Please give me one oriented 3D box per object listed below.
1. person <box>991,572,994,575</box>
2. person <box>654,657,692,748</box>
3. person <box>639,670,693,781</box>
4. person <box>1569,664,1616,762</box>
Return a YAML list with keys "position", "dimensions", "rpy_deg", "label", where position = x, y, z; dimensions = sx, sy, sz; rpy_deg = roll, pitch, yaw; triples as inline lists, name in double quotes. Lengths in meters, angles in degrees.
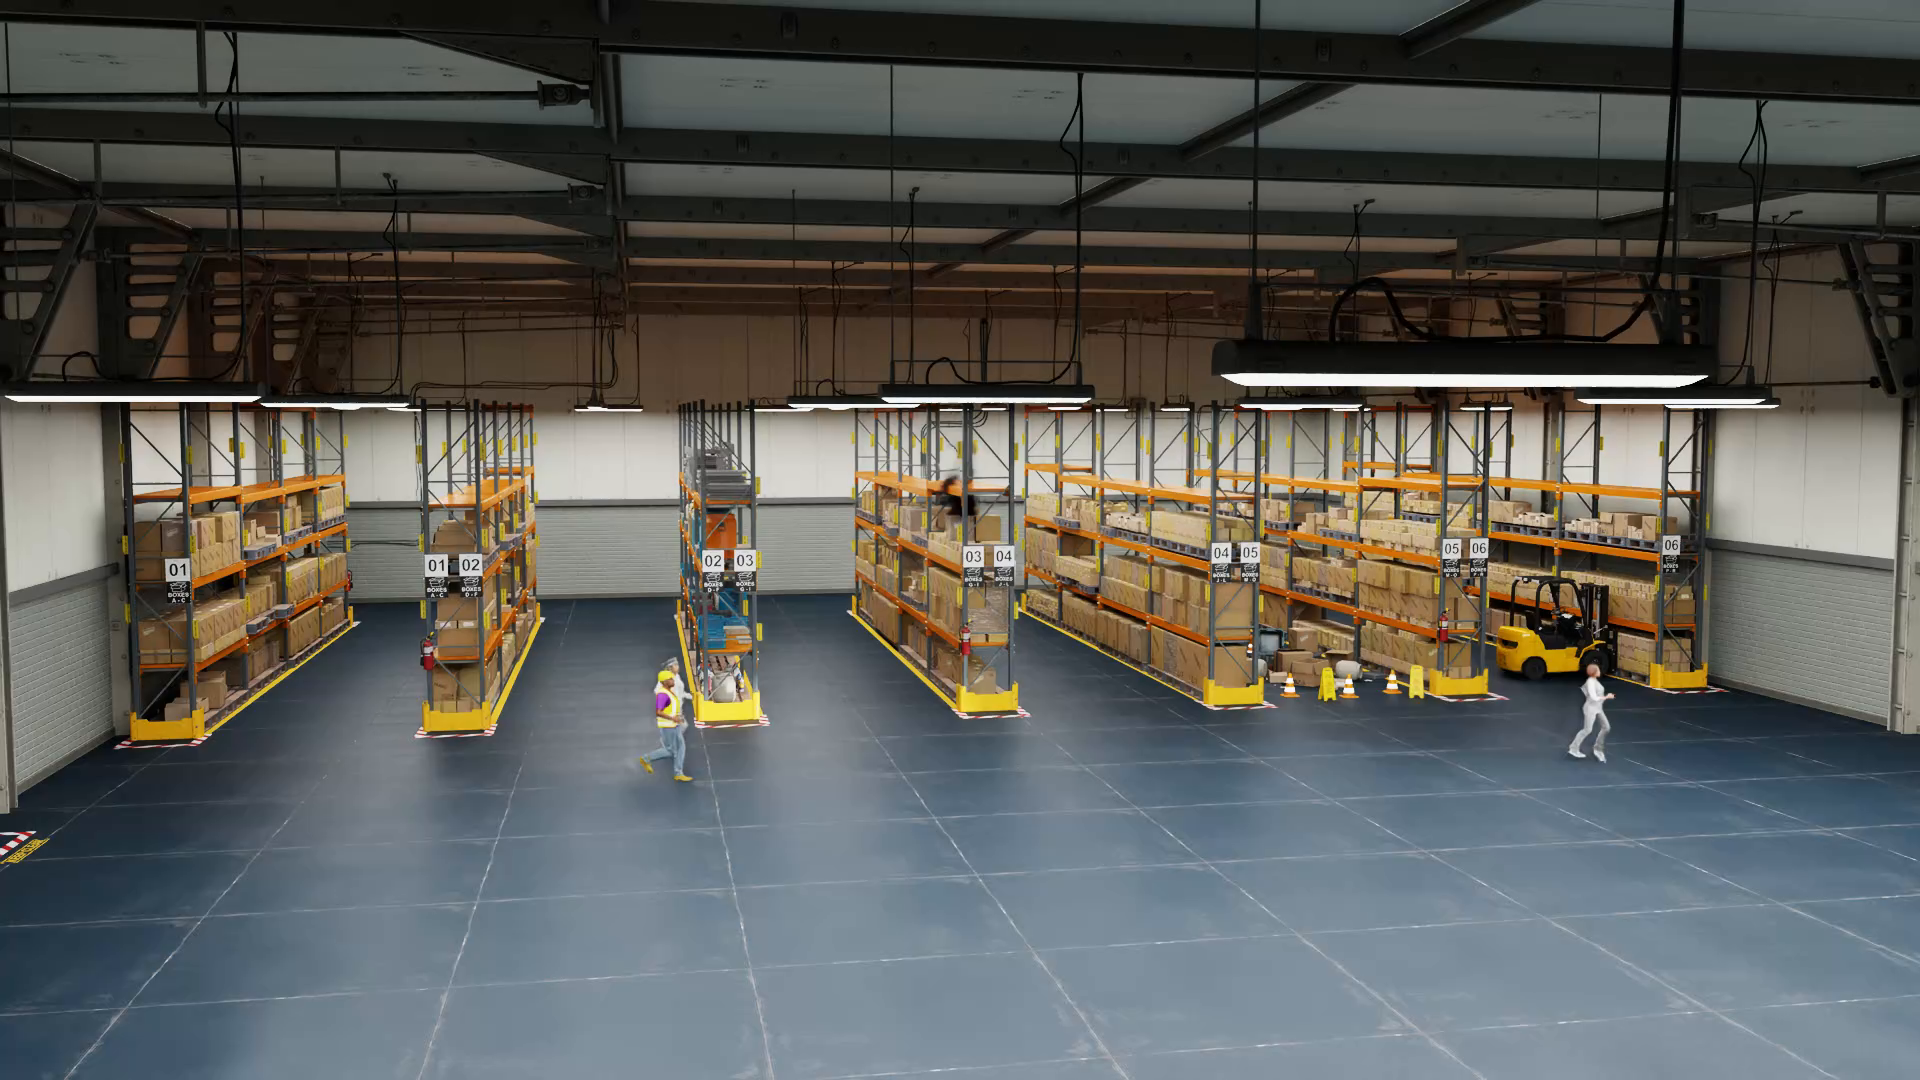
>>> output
- position: [0.693, 1.208, 49.004]
  dimensions: [0.655, 1.688, 0.622]
  rpy_deg: [-4, 6, -44]
  label: "person"
- position: [-4.765, 2.789, 27.861]
  dimensions: [0.574, 1.665, 0.603]
  rpy_deg: [1, 4, 12]
  label: "person"
- position: [-4.584, 2.901, 25.942]
  dimensions: [0.831, 1.748, 0.701]
  rpy_deg: [0, 4, 3]
  label: "person"
- position: [10.436, 2.856, 27.422]
  dimensions: [0.702, 1.638, 0.507]
  rpy_deg: [3, 5, 36]
  label: "person"
